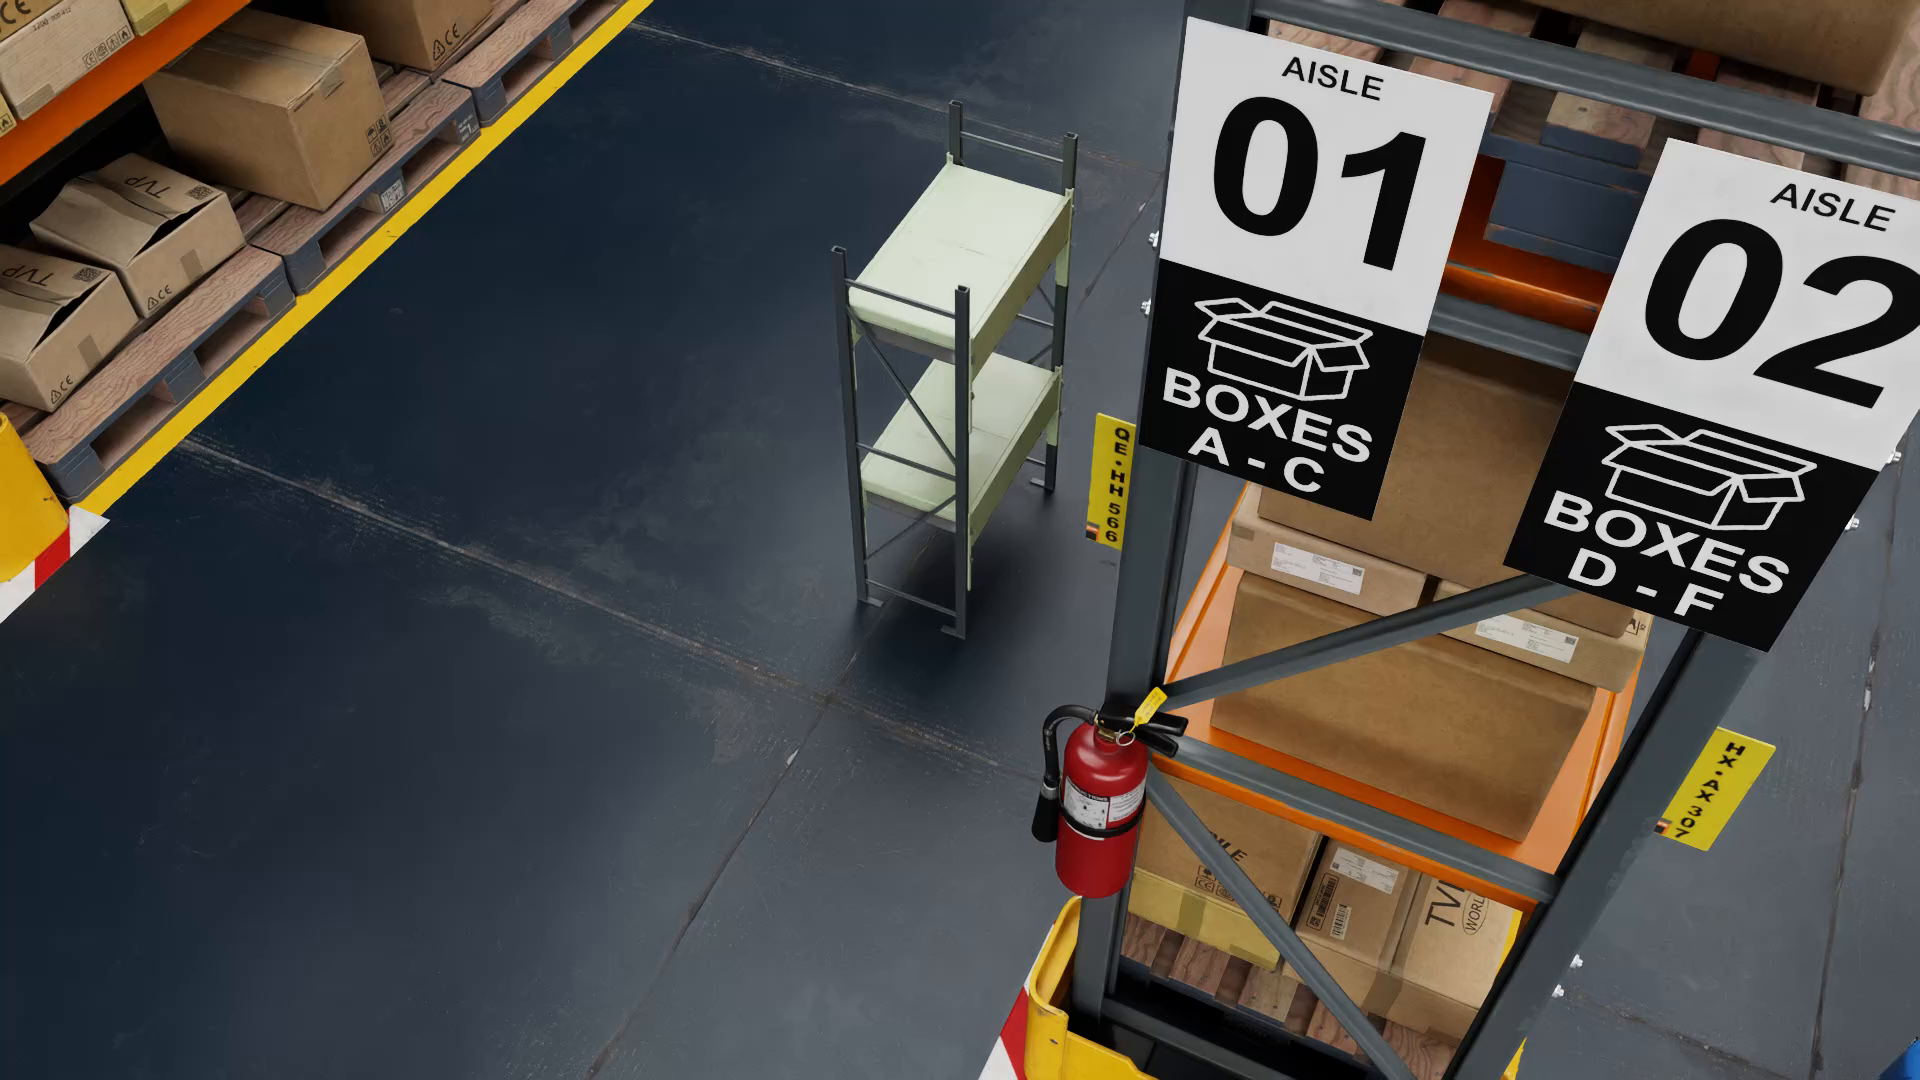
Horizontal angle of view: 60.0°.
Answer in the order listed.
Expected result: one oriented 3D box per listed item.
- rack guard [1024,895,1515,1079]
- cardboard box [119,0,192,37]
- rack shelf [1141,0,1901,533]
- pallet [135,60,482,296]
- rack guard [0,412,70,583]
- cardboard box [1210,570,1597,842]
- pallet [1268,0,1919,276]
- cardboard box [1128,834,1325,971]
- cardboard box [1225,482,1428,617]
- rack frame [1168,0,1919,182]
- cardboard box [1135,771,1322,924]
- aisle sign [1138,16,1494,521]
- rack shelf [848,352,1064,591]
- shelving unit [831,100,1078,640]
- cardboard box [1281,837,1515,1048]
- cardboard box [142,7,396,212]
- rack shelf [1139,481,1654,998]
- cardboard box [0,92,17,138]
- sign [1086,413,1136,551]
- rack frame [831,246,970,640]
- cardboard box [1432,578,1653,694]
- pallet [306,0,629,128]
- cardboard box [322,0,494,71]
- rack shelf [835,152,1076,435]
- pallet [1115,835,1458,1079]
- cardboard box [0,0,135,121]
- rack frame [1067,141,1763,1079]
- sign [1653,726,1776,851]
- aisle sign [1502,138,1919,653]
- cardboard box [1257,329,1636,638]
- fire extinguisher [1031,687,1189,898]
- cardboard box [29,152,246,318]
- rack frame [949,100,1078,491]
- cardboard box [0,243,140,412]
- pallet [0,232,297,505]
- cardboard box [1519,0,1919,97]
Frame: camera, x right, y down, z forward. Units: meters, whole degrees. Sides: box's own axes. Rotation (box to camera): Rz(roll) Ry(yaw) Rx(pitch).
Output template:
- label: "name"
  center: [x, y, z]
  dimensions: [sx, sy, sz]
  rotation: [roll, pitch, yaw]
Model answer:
- label: "rack guard"
  center: [0.753, 1.370, 4.256]
  dimensions: [1.175, 0.500, 0.348]
  rotation: [20, 52, 16]
- label: "cardboard box"
  center: [-2.790, -1.967, 5.540]
  dimensions: [0.500, 0.250, 0.500]
  rotation: [19, 52, 16]
- label: "rack shelf"
  center: [1.618, -1.573, 3.621]
  dimensions: [1.077, 0.370, 4.000]
  rotation: [20, 52, 16]
- label: "pallet"
  center: [-2.783, -1.599, 6.972]
  dimensions: [1.003, 0.211, 1.213]
  rotation: [20, 52, 16]
- label: "rack guard"
  center: [-3.685, -0.308, 5.684]
  dimensions: [1.175, 0.500, 0.348]
  rotation: [20, 52, 16]
- label: "cardboard box"
  center: [0.974, 0.194, 3.550]
  dimensions: [0.700, 0.500, 0.500]
  rotation: [20, 52, 16]
- label: "pallet"
  center: [1.089, -0.878, 2.616]
  dimensions: [1.003, 0.211, 1.213]
  rotation: [20, 52, 16]
- label: "cardboard box"
  center: [0.725, 0.833, 4.601]
  dimensions: [0.500, 0.250, 0.500]
  rotation: [20, 52, 16]
- label: "cardboard box"
  center: [0.754, -0.024, 3.309]
  dimensions: [0.380, 0.149, 0.250]
  rotation: [19, 52, 15]
- label: "rack frame"
  center: [0.763, -1.401, 1.033]
  dimensions: [1.000, 3.000, 0.127]
  rotation: [20, 52, 16]
- label: "cardboard box"
  center: [0.723, 0.589, 4.316]
  dimensions: [0.500, 0.500, 0.500]
  rotation: [20, 52, 16]
- label: "aisle sign"
  center: [0.470, -0.349, 2.371]
  dimensions: [0.394, 0.787, 0.004]
  rotation: [20, 52, 16]
- label: "rack shelf"
  center: [-0.003, -0.270, 5.423]
  dimensions: [0.431, 0.370, 0.720]
  rotation: [20, 52, 16]
- label: "shelving unit"
  center: [-0.003, -0.481, 5.175]
  dimensions: [0.431, 1.500, 0.755]
  rotation: [20, 52, 16]
- label: "cardboard box"
  center: [1.194, 1.002, 4.458]
  dimensions: [0.500, 0.250, 0.500]
  rotation: [20, 52, 16]
- label: "cardboard box"
  center: [-2.738, -1.727, 6.602]
  dimensions: [0.700, 0.500, 0.500]
  rotation: [17, 52, 14]
- label: "rack shelf"
  center: [1.618, -0.600, 4.764]
  dimensions: [1.077, 0.370, 4.000]
  rotation: [20, 52, 16]
- label: "cardboard box"
  center: [-3.222, -1.256, 4.935]
  dimensions: [0.500, 0.250, 0.500]
  rotation: [18, 52, 15]
- label: "sign"
  center: [0.279, -0.095, 2.945]
  dimensions: [0.100, 0.325, 0.005]
  rotation: [20, 52, 16]
- label: "rack frame"
  center: [-0.159, -0.229, 4.960]
  dimensions: [0.400, 1.500, 0.023]
  rotation: [20, 52, 16]
- label: "cardboard box"
  center: [1.126, 0.101, 3.203]
  dimensions: [0.380, 0.149, 0.250]
  rotation: [19, 52, 16]
- label: "pallet"
  center: [-2.263, -2.442, 7.690]
  dimensions: [1.003, 0.211, 1.213]
  rotation: [20, 52, 16]
- label: "cardboard box"
  center: [-2.415, -2.425, 7.196]
  dimensions: [0.500, 0.500, 0.500]
  rotation: [16, 52, 13]
- label: "rack shelf"
  center: [-0.003, -0.734, 4.878]
  dimensions: [0.431, 0.370, 0.720]
  rotation: [20, 52, 16]
- label: "pallet"
  center: [1.052, 0.907, 4.840]
  dimensions: [1.003, 0.211, 1.213]
  rotation: [20, 52, 16]
- label: "cardboard box"
  center: [-3.013, -1.618, 5.243]
  dimensions: [0.500, 0.250, 0.500]
  rotation: [18, 52, 15]
- label: "rack frame"
  center: [0.763, 0.544, 3.318]
  dimensions: [1.000, 3.000, 0.127]
  rotation: [20, 52, 16]
- label: "sign"
  center: [1.263, 0.422, 2.801]
  dimensions: [0.100, 0.325, 0.005]
  rotation: [20, 52, 16]
- label: "aisle sign"
  center: [1.012, -0.154, 2.205]
  dimensions: [0.394, 0.787, 0.004]
  rotation: [20, 52, 16]
- label: "cardboard box"
  center: [0.997, -0.263, 3.087]
  dimensions: [0.700, 0.500, 0.500]
  rotation: [20, 52, 16]
- label: "fire extinguisher"
  center: [0.293, 0.499, 3.407]
  dimensions: [0.296, 0.674, 0.183]
  rotation: [20, 52, 16]
- label: "cardboard box"
  center: [-3.097, -1.177, 6.258]
  dimensions: [0.500, 0.311, 0.500]
  rotation: [24, 54, 19]
- label: "rack frame"
  center: [0.154, -0.733, 5.389]
  dimensions: [0.400, 1.500, 0.023]
  rotation: [20, 52, 16]
- label: "cardboard box"
  center: [-3.340, -0.784, 5.924]
  dimensions: [0.500, 0.311, 0.500]
  rotation: [14, 51, 12]
- label: "pallet"
  center: [-3.306, -0.762, 6.260]
  dimensions: [1.003, 0.211, 1.213]
  rotation: [20, 52, 16]
- label: "cardboard box"
  center: [1.013, -1.038, 2.259]
  dimensions: [0.797, 0.503, 0.637]
  rotation: [23, 53, 18]
